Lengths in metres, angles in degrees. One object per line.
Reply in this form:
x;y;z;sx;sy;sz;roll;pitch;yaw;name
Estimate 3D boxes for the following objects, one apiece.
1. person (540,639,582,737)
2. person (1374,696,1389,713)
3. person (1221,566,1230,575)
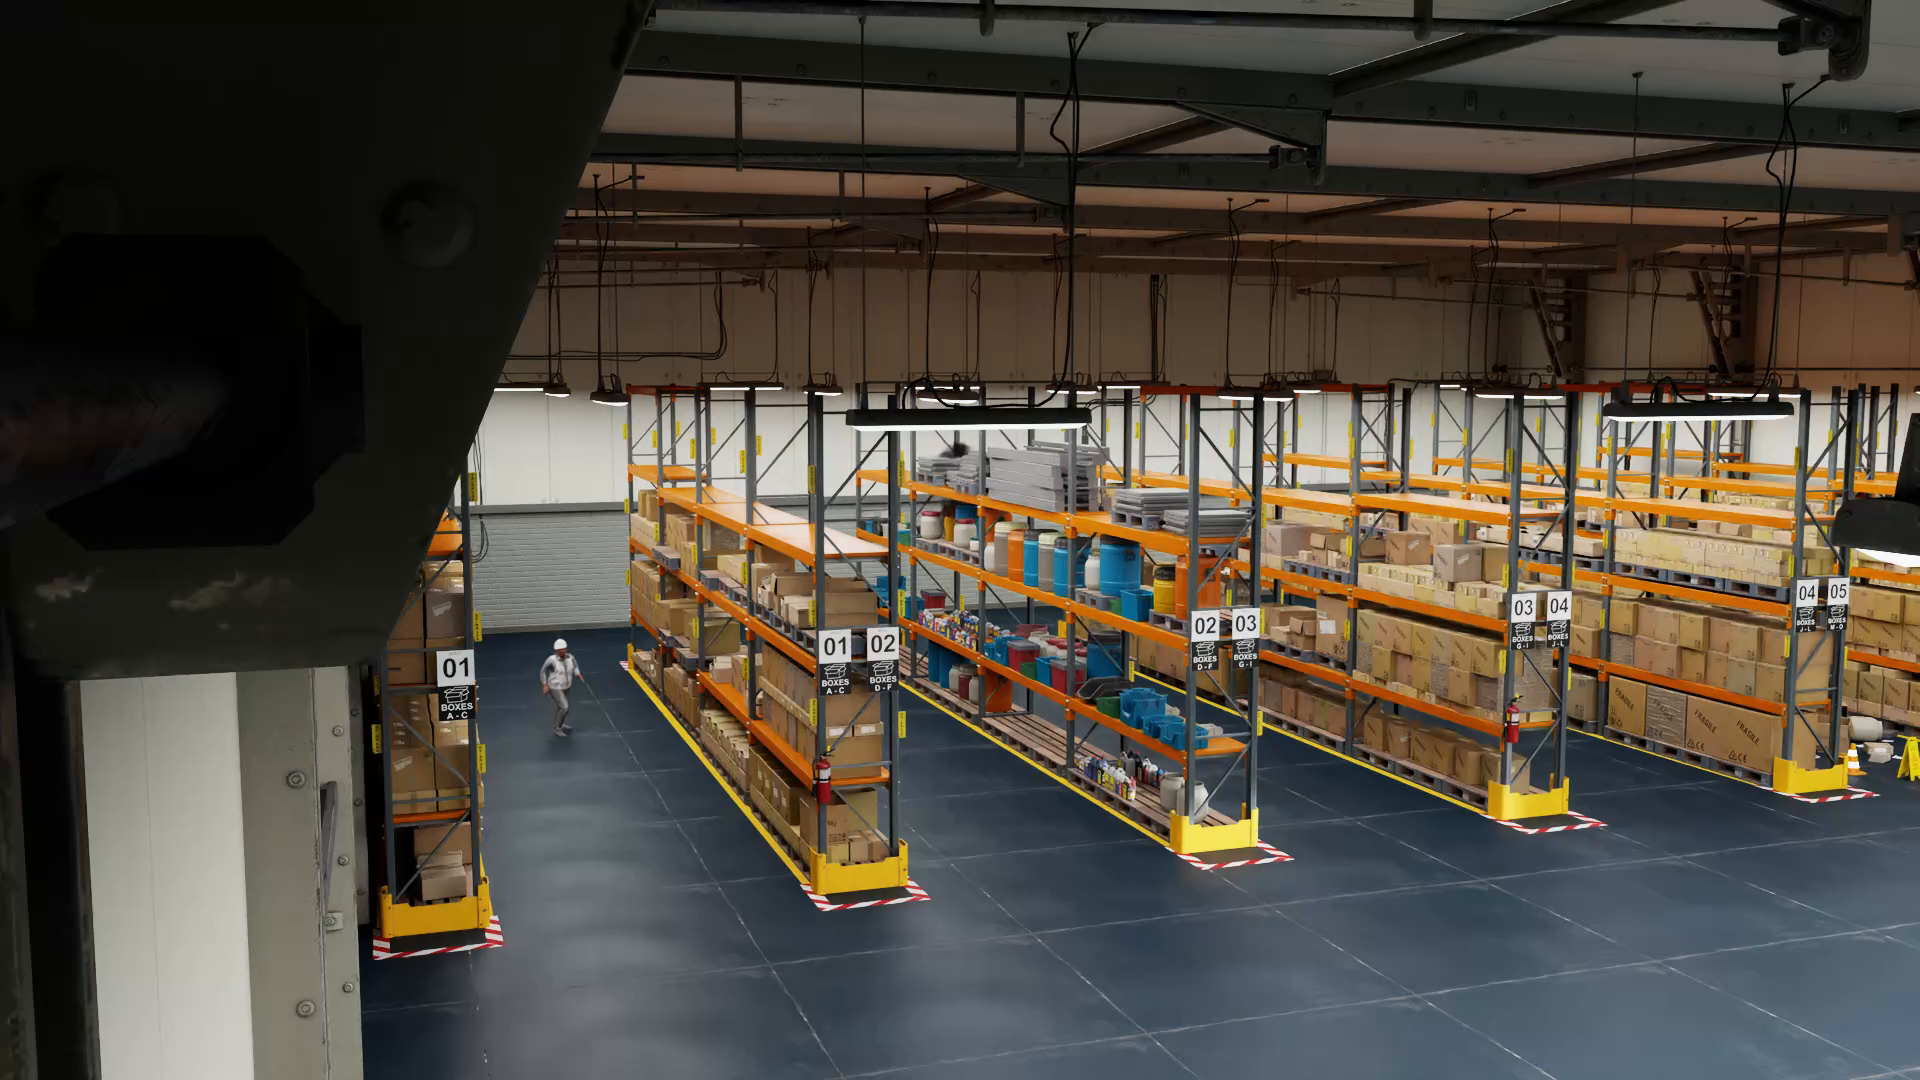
-6.857;2.551;28.750;0.827;1.738;0.654;3;7;29;person
7.816;2.438;30.180;0.694;1.546;1.079;-1;6;-12;person
6.560;1.277;41.066;0.577;1.695;0.657;4;7;32;person
